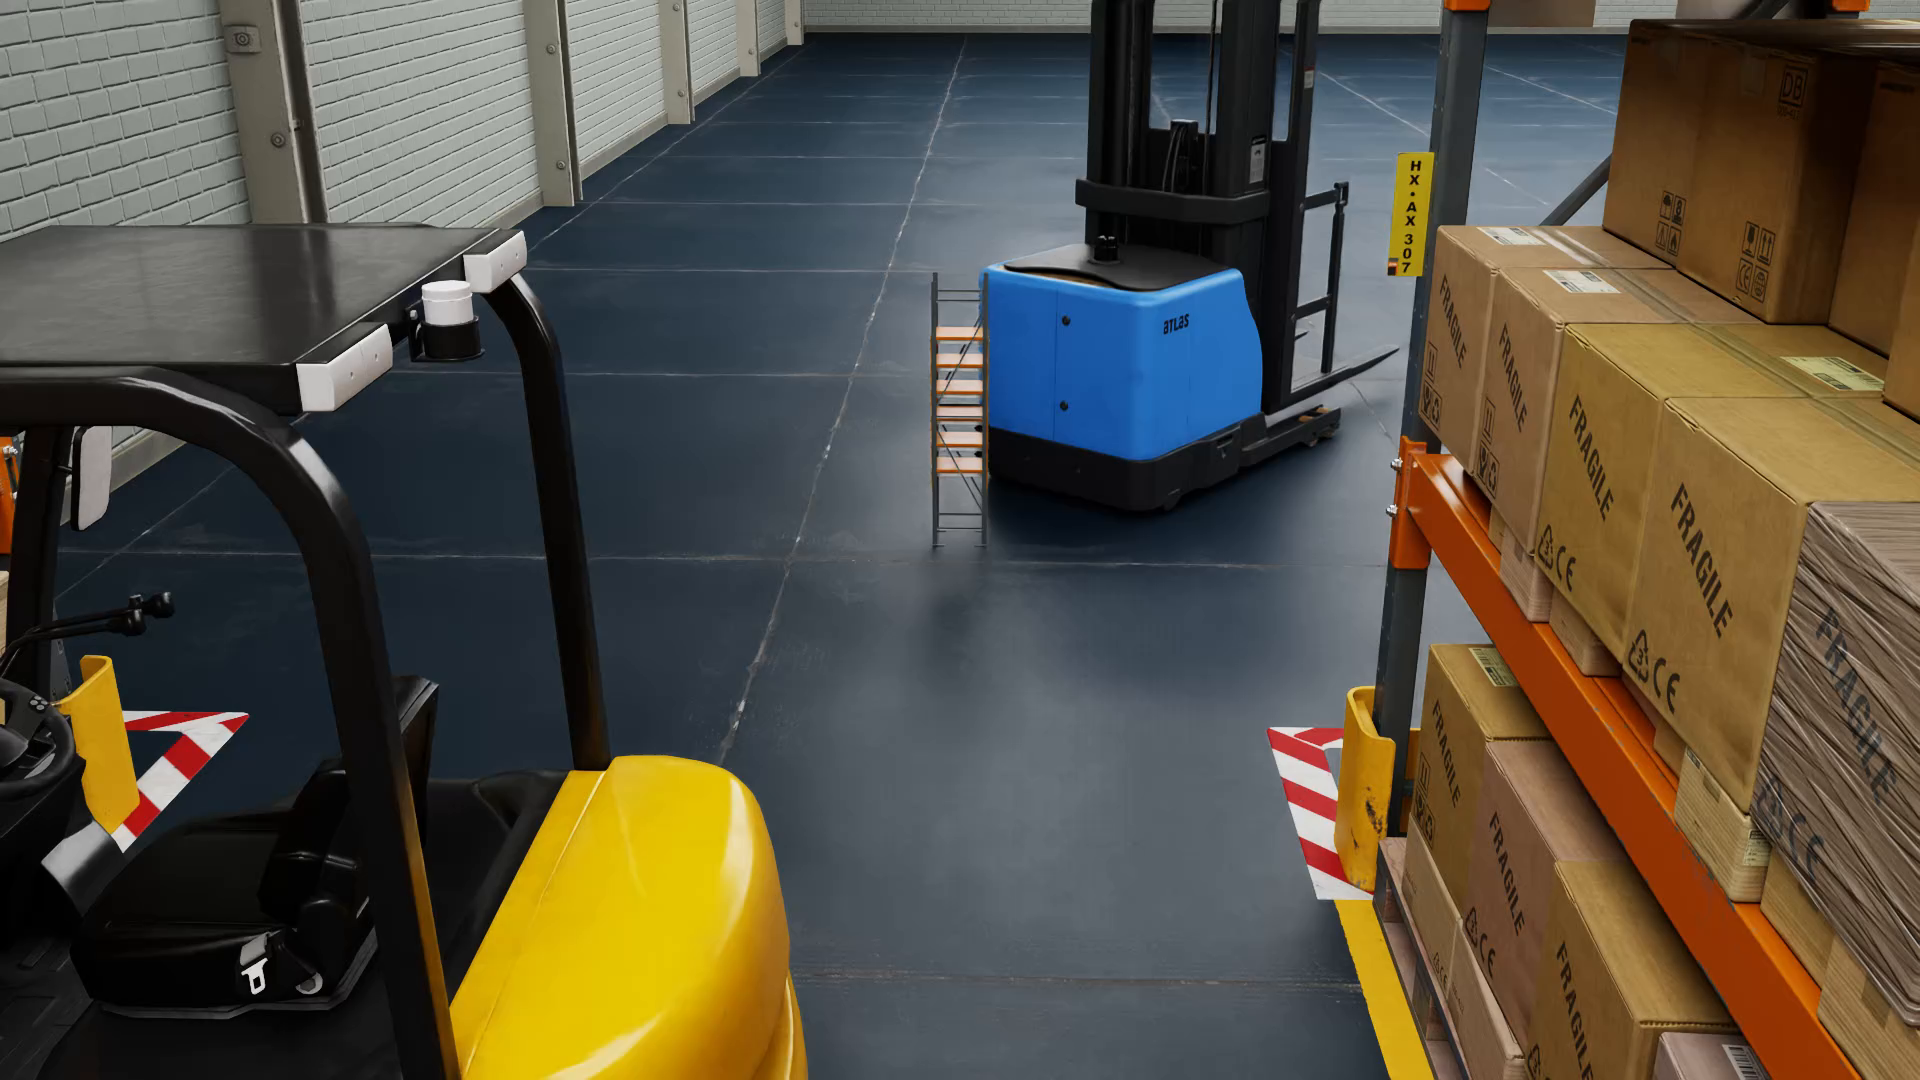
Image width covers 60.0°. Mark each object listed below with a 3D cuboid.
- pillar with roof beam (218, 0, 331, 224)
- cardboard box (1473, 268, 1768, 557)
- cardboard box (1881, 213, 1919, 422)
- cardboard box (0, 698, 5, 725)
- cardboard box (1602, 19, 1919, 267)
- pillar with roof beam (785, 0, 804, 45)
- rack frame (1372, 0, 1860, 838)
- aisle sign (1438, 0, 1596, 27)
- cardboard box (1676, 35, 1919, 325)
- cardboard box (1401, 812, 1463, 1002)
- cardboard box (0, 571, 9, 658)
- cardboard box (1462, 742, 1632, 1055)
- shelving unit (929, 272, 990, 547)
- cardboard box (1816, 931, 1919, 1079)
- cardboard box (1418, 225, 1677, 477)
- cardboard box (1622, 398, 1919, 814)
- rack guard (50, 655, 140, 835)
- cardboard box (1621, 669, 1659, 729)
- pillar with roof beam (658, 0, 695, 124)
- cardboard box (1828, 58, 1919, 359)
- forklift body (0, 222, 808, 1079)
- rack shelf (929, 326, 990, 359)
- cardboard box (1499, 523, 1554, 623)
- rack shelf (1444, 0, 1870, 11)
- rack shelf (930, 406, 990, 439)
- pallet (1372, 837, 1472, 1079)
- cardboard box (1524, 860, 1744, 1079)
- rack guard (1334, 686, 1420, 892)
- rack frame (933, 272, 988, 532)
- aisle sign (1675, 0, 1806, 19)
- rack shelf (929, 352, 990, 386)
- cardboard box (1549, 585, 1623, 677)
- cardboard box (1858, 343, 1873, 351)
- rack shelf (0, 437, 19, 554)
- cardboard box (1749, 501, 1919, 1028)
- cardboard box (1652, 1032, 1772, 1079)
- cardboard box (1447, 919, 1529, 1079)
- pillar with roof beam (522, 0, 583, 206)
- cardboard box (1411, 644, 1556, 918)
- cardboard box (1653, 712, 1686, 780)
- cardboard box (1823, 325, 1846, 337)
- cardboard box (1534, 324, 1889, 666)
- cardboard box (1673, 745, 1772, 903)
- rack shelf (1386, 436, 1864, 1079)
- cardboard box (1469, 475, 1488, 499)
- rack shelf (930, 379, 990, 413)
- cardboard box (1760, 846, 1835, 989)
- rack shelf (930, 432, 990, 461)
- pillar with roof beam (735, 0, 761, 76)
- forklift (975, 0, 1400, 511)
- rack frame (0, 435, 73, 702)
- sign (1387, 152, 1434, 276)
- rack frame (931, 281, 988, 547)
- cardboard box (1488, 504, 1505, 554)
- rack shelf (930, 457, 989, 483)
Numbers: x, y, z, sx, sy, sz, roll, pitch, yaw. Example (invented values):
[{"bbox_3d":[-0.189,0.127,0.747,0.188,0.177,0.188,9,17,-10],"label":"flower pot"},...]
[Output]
[{"bbox_3d":[0.340,-5.181,8.443,9.100,9.000,0.400,1,21,2],"label":"pillar with roof beam"},{"bbox_3d":[1.434,-0.281,3.557,0.500,0.500,0.500,1,21,3],"label":"cardboard box"},{"bbox_3d":[1.852,-0.368,2.399,0.700,0.500,0.500,1,21,1],"label":"cardboard box"},{"bbox_3d":[-2.925,0.528,4.551,0.500,0.250,0.500,0,21,1],"label":"cardboard box"},{"bbox_3d":[1.941,-0.915,3.810,0.700,0.500,0.500,0,21,0],"label":"cardboard box"},{"bbox_3d":[1.070,-13.859,30.807,9.100,9.000,0.400,1,21,2],"label":"pillar with roof beam"},{"bbox_3d":[1.738,-0.451,4.545,1.000,3.000,0.127,1,21,2],"label":"rack frame"},{"bbox_3d":[1.430,-1.689,4.141,0.394,0.787,0.004,1,21,2],"label":"aisle sign"},{"bbox_3d":[1.918,-0.733,3.339,0.700,0.500,0.500,1,21,2],"label":"cardboard box"},{"bbox_3d":[1.437,0.924,4.223,0.500,0.250,0.500,0,21,1],"label":"cardboard box"},{"bbox_3d":[-2.925,0.285,4.485,0.500,0.250,0.500,1,21,3],"label":"cardboard box"},{"bbox_3d":[1.426,0.772,3.577,0.500,0.500,0.500,0,21,0],"label":"cardboard box"},{"bbox_3d":[0.000,-0.565,7.325,0.258,1.200,0.189,1,21,2],"label":"shelving unit"},{"bbox_3d":[1.350,0.625,2.118,0.380,0.149,0.250,0,21,1],"label":"cardboard box"},{"bbox_3d":[1.447,-0.468,4.040,0.500,0.500,0.500,0,21,1],"label":"cardboard box"},{"bbox_3d":[1.413,0.087,2.608,0.500,0.500,0.500,0,21,1],"label":"cardboard box"},{"bbox_3d":[-3.222,0.652,5.157,1.175,0.500,0.348,1,21,2],"label":"rack guard"},{"bbox_3d":[1.463,0.254,3.074,0.380,0.149,0.250,1,21,3],"label":"cardboard box"},{"bbox_3d":[0.705,-9.520,19.625,9.100,9.000,0.400,1,21,2],"label":"pillar with roof beam"},{"bbox_3d":[2.006,-0.547,2.860,0.700,0.500,0.500,0,21,1],"label":"cardboard box"},{"bbox_3d":[-1.457,0.597,3.017,2.313,2.155,1.214,1,21,2],"label":"forklift body"},{"bbox_3d":[0.000,-0.859,7.211,0.258,0.103,0.180,1,21,2],"label":"rack shelf"},{"bbox_3d":[1.385,0.064,3.564,0.380,0.149,0.250,1,21,2],"label":"cardboard box"},{"bbox_3d":[1.678,-0.791,2.269,1.077,0.370,4.000,1,21,2],"label":"rack shelf"},{"bbox_3d":[0.000,-0.523,7.341,0.258,0.103,0.180,1,21,2],"label":"rack shelf"},{"bbox_3d":[1.676,1.170,4.222,1.003,0.211,1.213,1,21,2],"label":"pallet"},{"bbox_3d":[1.402,0.953,3.110,0.500,0.500,0.500,1,21,3],"label":"cardboard box"},{"bbox_3d":[1.736,0.742,4.926,1.175,0.500,0.348,1,21,2],"label":"rack guard"},{"bbox_3d":[0.003,-0.598,7.411,0.240,1.200,0.006,1,21,2],"label":"rack frame"},{"bbox_3d":[2.030,-1.682,4.124,0.394,0.787,0.004,1,21,2],"label":"aisle sign"},{"bbox_3d":[0.000,-0.747,7.255,0.258,0.103,0.180,1,21,2],"label":"rack shelf"},{"bbox_3d":[1.411,0.158,3.322,0.380,0.149,0.250,1,21,3],"label":"cardboard box"},{"bbox_3d":[1.959,-0.075,3.027,0.500,0.500,0.500,1,21,1],"label":"cardboard box"},{"bbox_3d":[-3.284,0.554,2.949,1.077,0.370,4.000,1,21,2],"label":"rack shelf"},{"bbox_3d":[1.402,0.273,2.130,0.500,0.500,0.500,1,21,3],"label":"cardboard box"},{"bbox_3d":[1.395,1.146,2.612,0.500,0.500,0.500,2,21,4],"label":"cardboard box"},{"bbox_3d":[1.414,1.108,3.747,0.500,0.250,0.500,1,21,4],"label":"cardboard box"},{"bbox_3d":[0.523,-7.351,14.034,9.100,9.000,0.400,1,21,2],"label":"pillar with roof beam"},{"bbox_3d":[1.437,0.583,4.065,0.500,0.500,0.500,0,21,0],"label":"cardboard box"},{"bbox_3d":[1.425,0.349,2.829,0.380,0.149,0.250,0,21,0],"label":"cardboard box"},{"bbox_3d":[1.977,-0.256,3.493,0.500,0.500,0.500,1,21,2],"label":"cardboard box"},{"bbox_3d":[1.420,-0.097,3.082,0.500,0.500,0.500,0,21,1],"label":"cardboard box"},{"bbox_3d":[1.359,0.440,2.596,0.380,0.149,0.250,1,21,2],"label":"cardboard box"},{"bbox_3d":[1.678,0.607,2.811,1.077,0.370,4.000,1,21,2],"label":"rack shelf"},{"bbox_3d":[1.521,-0.213,4.280,0.380,0.149,0.250,1,21,2],"label":"cardboard box"},{"bbox_3d":[0.000,-0.635,7.298,0.258,0.103,0.180,1,21,2],"label":"rack shelf"},{"bbox_3d":[1.387,0.533,2.356,0.380,0.149,0.250,0,21,1],"label":"cardboard box"},{"bbox_3d":[0.000,-0.411,7.385,0.258,0.103,0.180,1,21,2],"label":"rack shelf"},{"bbox_3d":[0.888,-11.690,25.216,9.100,9.000,0.400,1,21,2],"label":"pillar with roof beam"},{"bbox_3d":[1.395,-1.961,8.530,1.130,2.935,3.031,17,27,36],"label":"forklift"},{"bbox_3d":[-3.223,-0.504,4.682,1.000,3.000,0.127,1,21,2],"label":"rack frame"},{"bbox_3d":[1.196,-0.861,4.404,0.100,0.325,0.005,1,21,2],"label":"sign"},{"bbox_3d":[-0.002,-0.532,7.240,0.240,1.200,0.006,1,21,2],"label":"rack frame"},{"bbox_3d":[1.439,-0.027,3.799,0.380,0.149,0.250,0,21,0],"label":"cardboard box"},{"bbox_3d":[0.000,-0.299,7.428,0.258,0.103,0.180,1,21,2],"label":"rack shelf"}]
